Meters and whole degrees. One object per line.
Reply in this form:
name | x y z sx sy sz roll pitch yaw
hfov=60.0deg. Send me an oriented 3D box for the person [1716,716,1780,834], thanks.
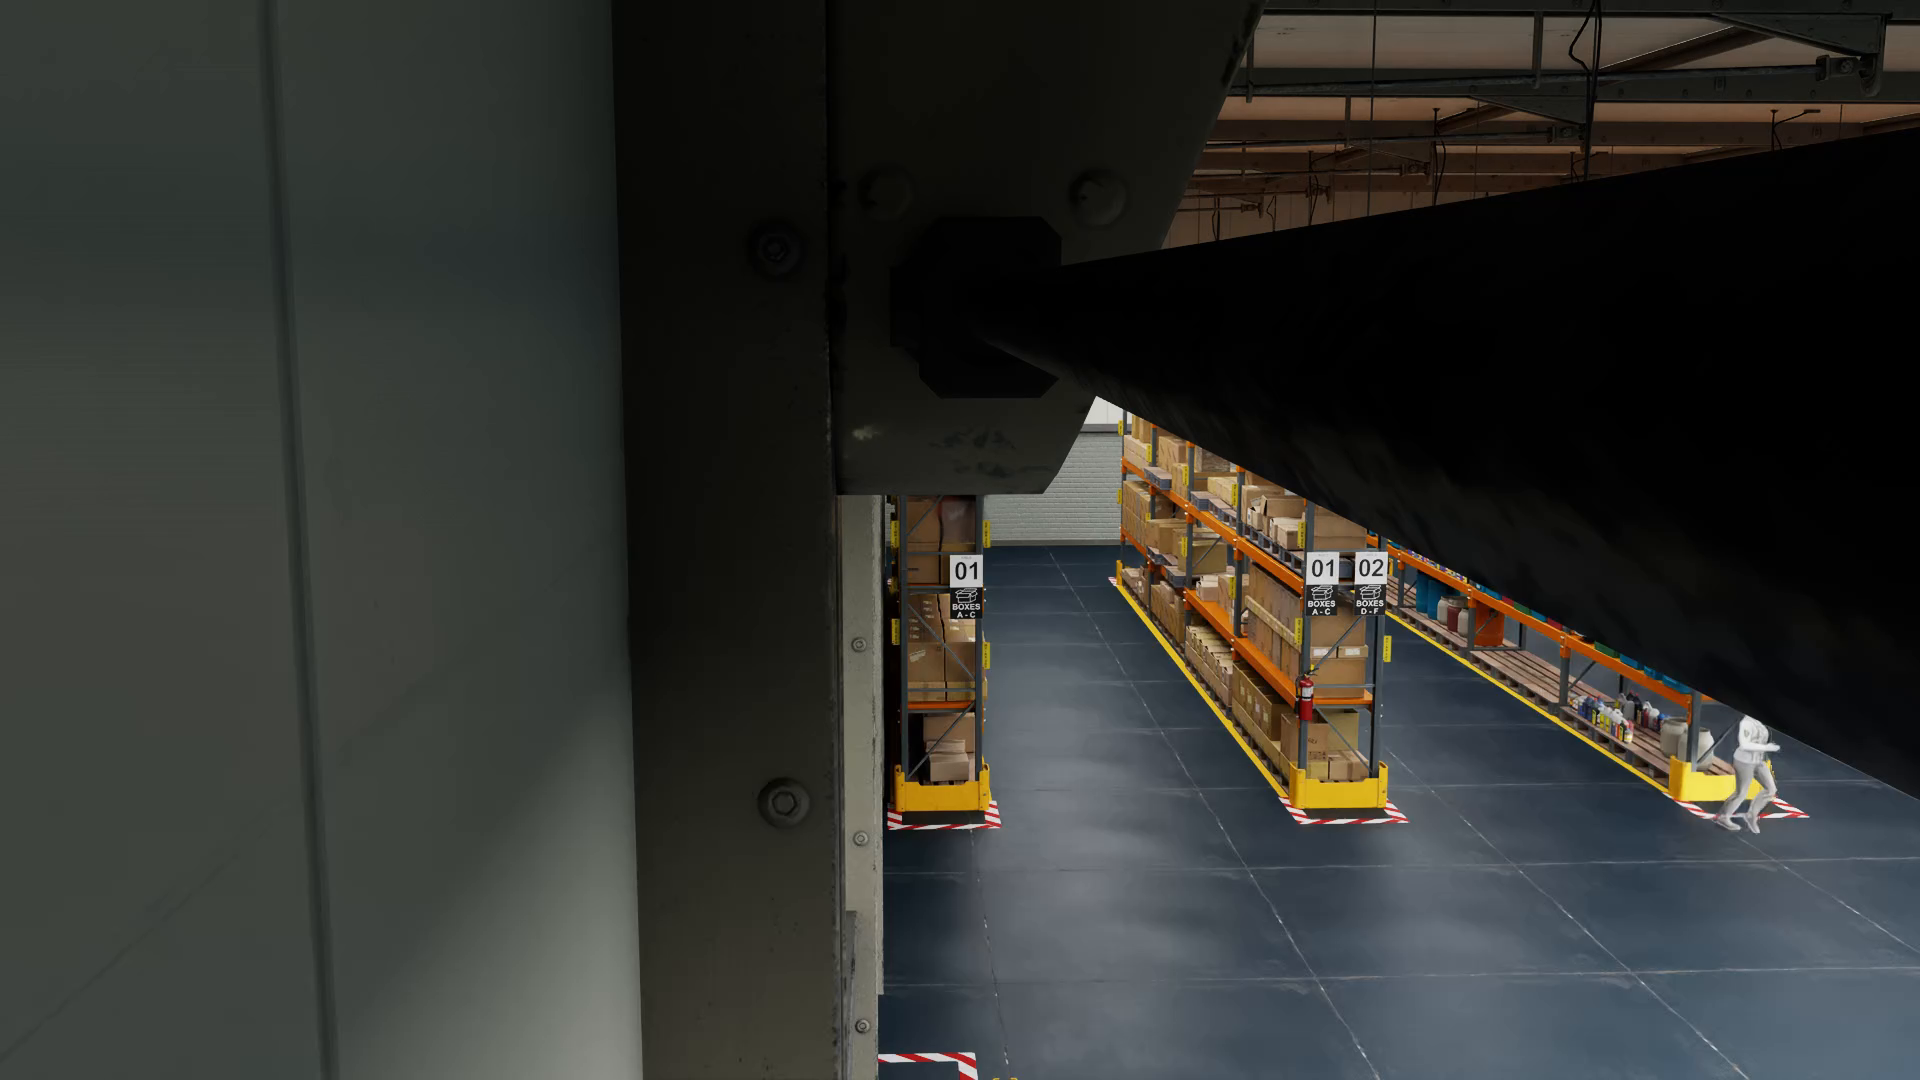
person | 9.312 2.637 19.558 0.666 1.717 0.622 8 12 44
